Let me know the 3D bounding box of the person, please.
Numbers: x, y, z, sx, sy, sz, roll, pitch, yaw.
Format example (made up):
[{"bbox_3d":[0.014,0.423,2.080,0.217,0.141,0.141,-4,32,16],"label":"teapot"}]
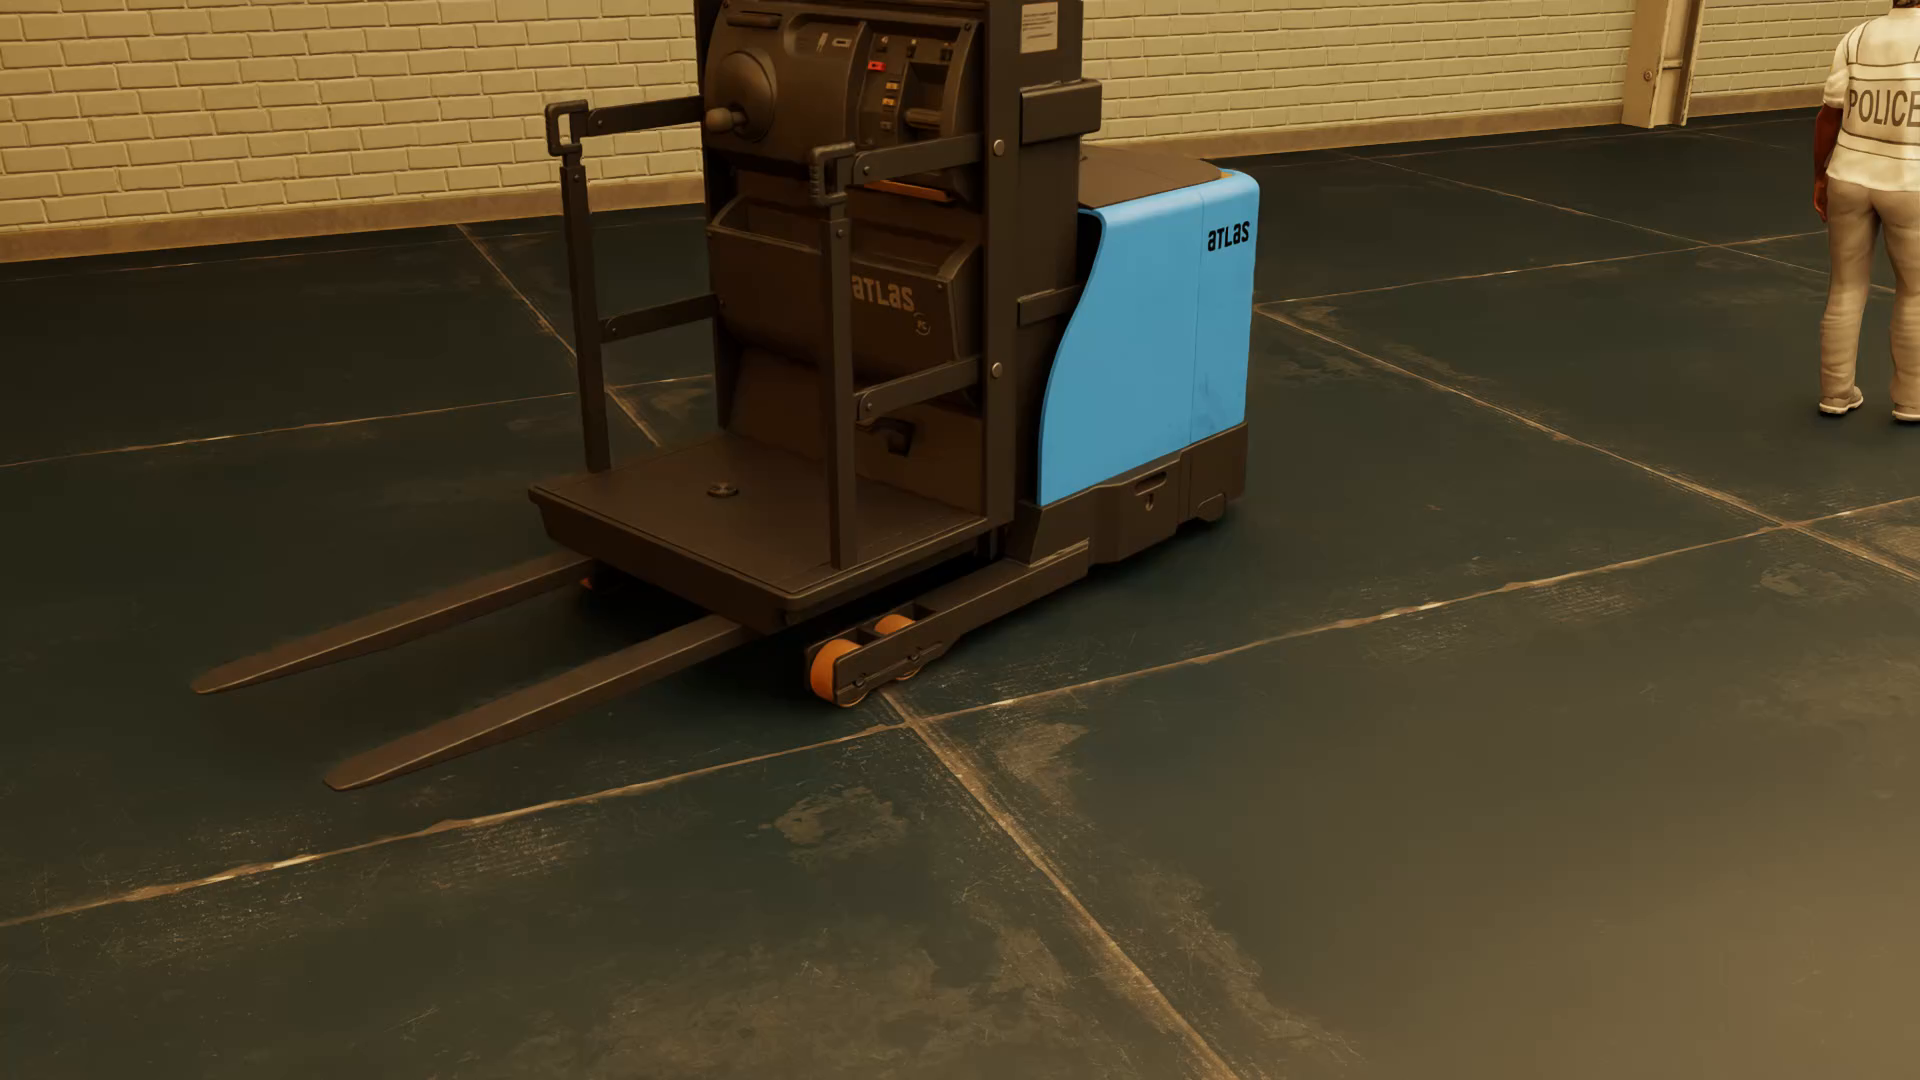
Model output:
[{"bbox_3d":[3.353,-1.271,5.939,0.527,1.695,0.569,-18,29,-37],"label":"person"}]

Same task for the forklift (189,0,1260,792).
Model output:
[{"bbox_3d":[-0.464,-1.161,4.081,1.130,2.935,3.031,19,29,39],"label":"forklift"}]
